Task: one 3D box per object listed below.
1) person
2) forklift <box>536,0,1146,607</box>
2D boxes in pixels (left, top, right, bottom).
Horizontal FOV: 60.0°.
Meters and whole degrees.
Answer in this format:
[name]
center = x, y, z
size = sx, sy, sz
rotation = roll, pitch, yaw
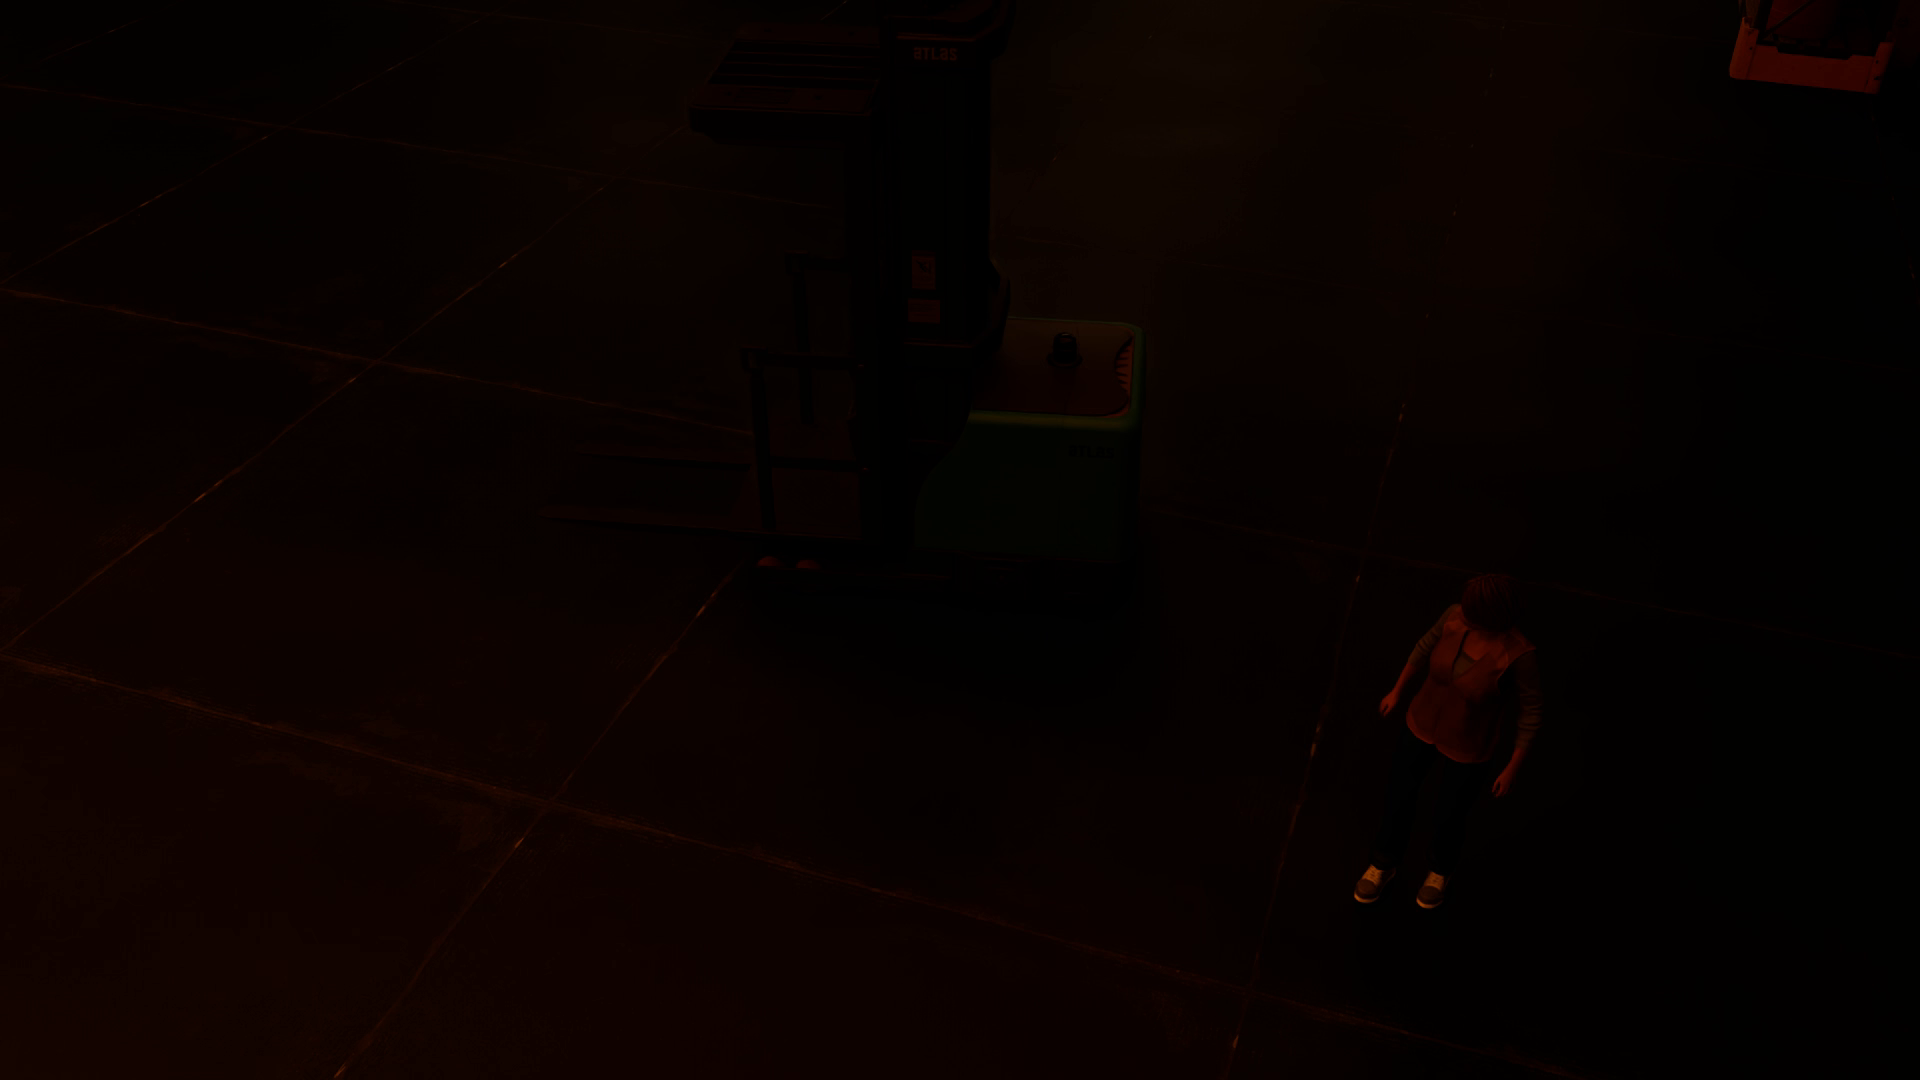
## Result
[person]
center = 1.811, 0.760, 6.202
size = 0.595, 1.590, 0.430
rotation = 29, 44, 34
[forklift]
center = -0.611, -1.231, 7.847
size = 3.031, 2.935, 1.130
rotation = 4, 36, 5
